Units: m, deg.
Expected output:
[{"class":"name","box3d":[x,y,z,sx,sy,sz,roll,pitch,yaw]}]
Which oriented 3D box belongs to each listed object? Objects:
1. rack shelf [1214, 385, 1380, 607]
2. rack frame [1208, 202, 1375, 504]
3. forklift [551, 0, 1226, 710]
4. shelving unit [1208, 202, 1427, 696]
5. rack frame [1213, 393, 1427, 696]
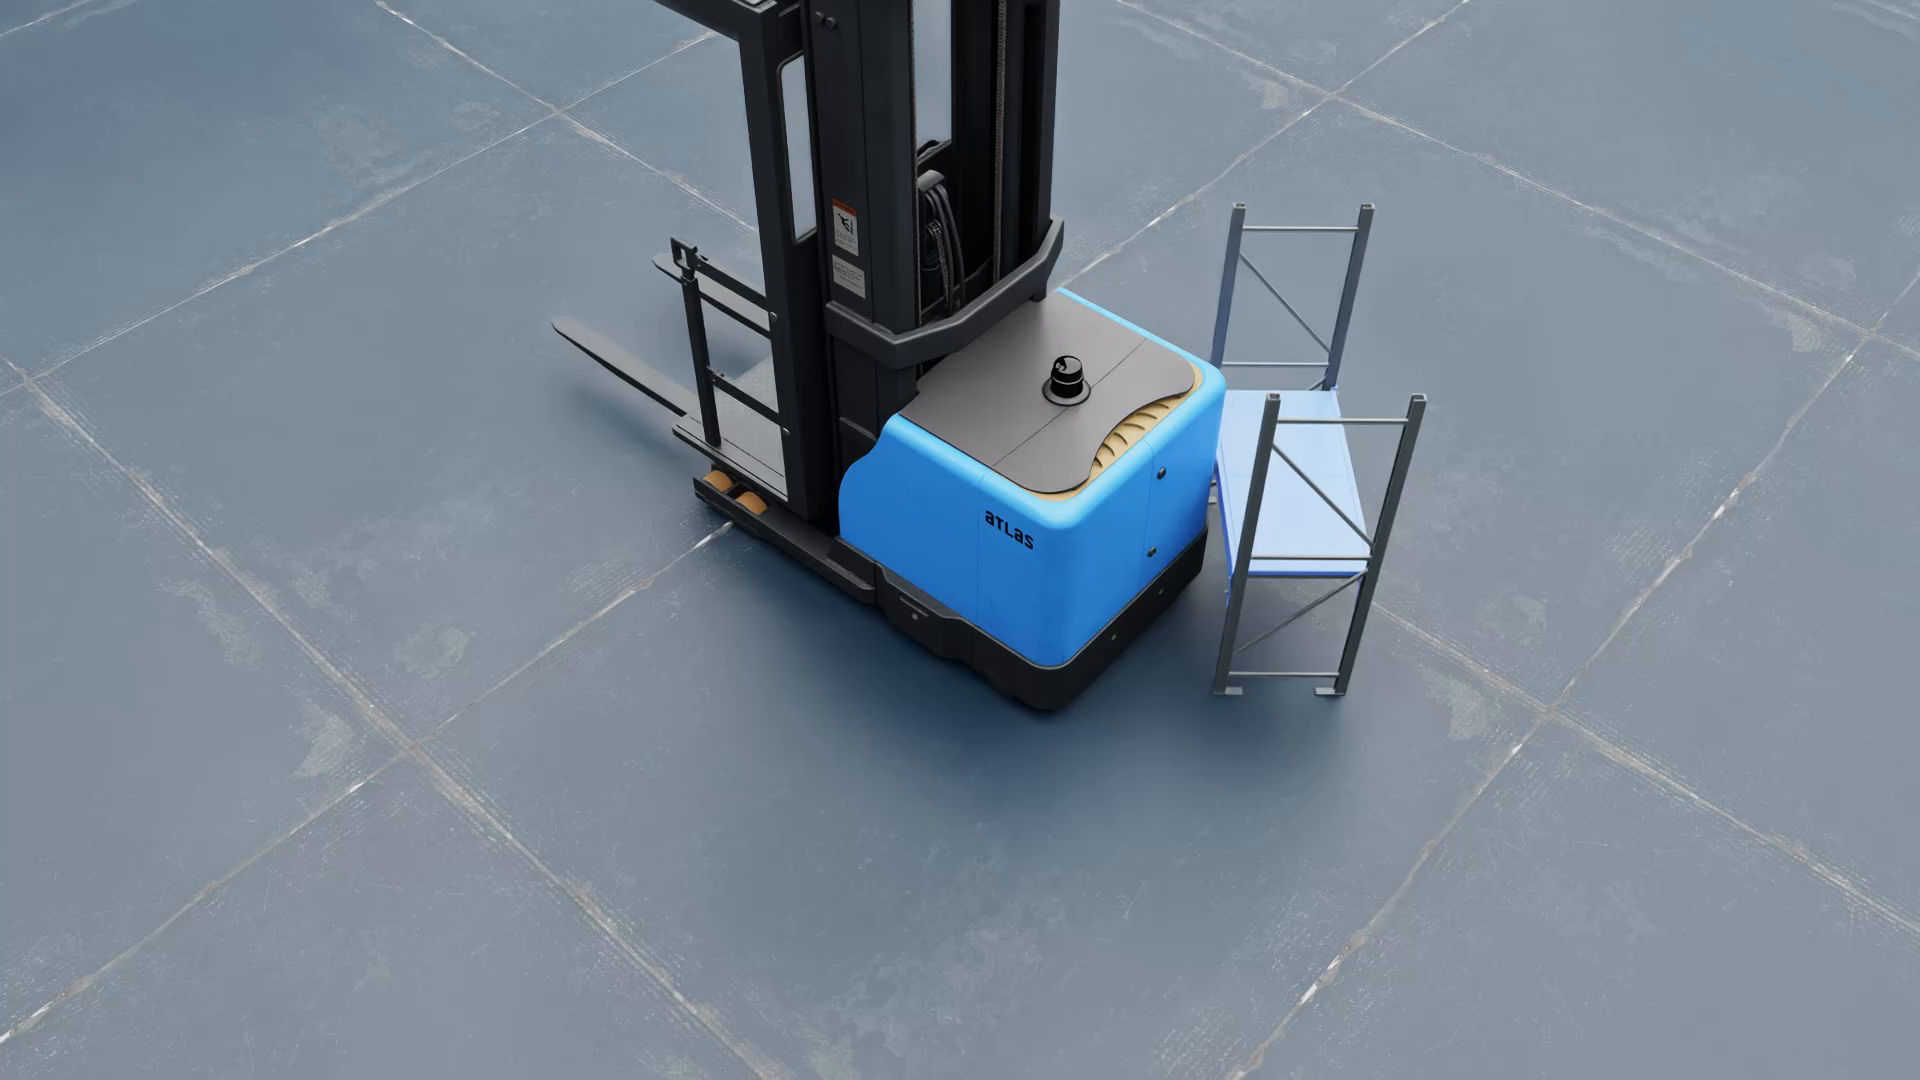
[{"class":"rack shelf","box3d":[1.217,-0.184,6.248,0.538,0.185,1.000,0,47,0]},{"class":"rack frame","box3d":[1.222,-0.677,6.465,0.500,1.500,0.032,0,47,0]},{"class":"forklift","box3d":[-0.475,-1.300,6.068,3.031,2.935,1.130,32,54,26]},{"class":"shelving unit","box3d":[1.218,-0.307,6.117,0.538,1.500,1.048,0,47,0]},{"class":"rack frame","box3d":[1.213,0.064,5.769,0.500,1.500,0.032,0,47,0]}]
